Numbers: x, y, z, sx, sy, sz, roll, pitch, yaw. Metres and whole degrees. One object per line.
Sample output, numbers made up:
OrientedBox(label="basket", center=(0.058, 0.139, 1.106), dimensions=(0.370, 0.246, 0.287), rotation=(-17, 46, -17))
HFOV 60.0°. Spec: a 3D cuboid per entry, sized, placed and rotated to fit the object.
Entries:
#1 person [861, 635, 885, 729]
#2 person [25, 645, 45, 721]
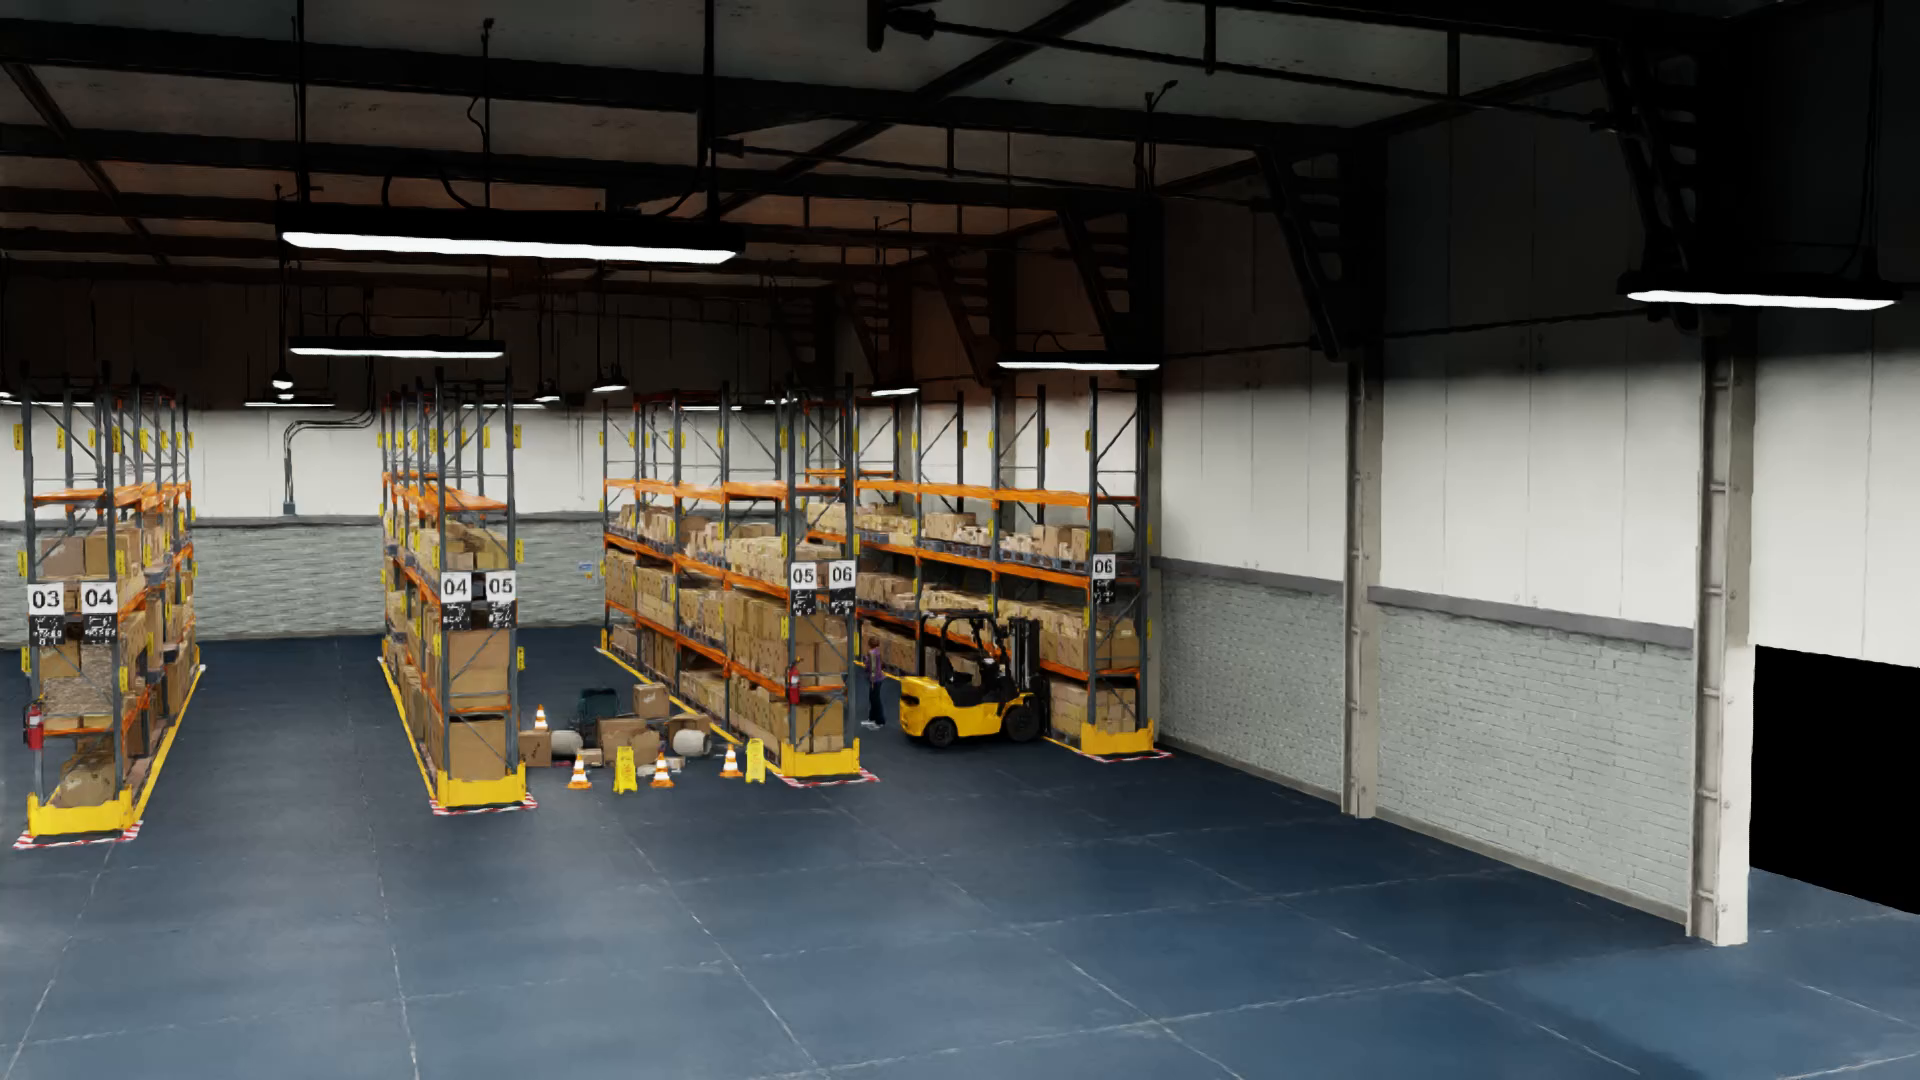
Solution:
OrientedBox(label="person", center=(-1.512, 2.455, 28.882), dimensions=(0.450, 1.599, 0.467), rotation=(1, 3, 8))
OrientedBox(label="person", center=(-16.343, 2.425, 29.468), dimensions=(0.469, 1.589, 0.399), rotation=(3, 4, 36))
